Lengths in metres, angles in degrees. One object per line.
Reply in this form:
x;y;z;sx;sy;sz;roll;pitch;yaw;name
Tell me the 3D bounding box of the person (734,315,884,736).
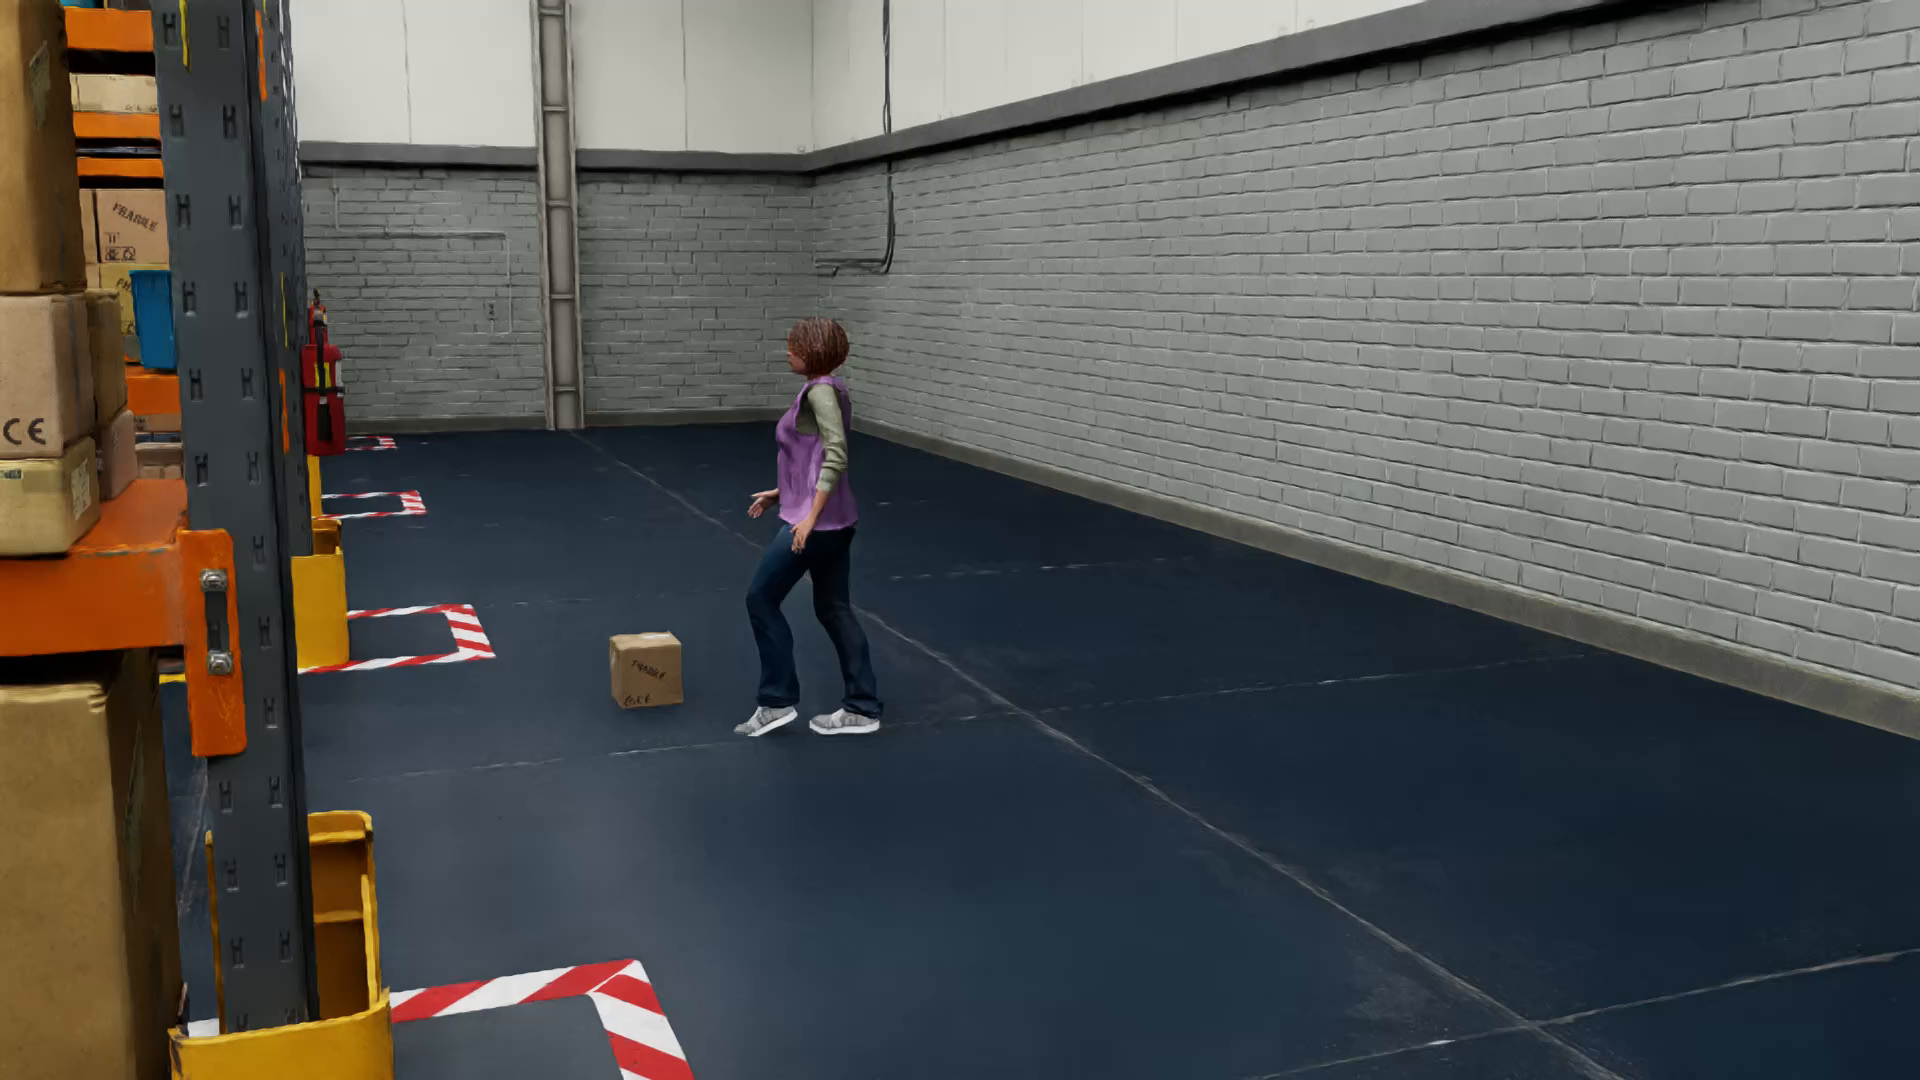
-0.565;-0.037;6.276;0.585;1.606;0.562;2;9;9;person
